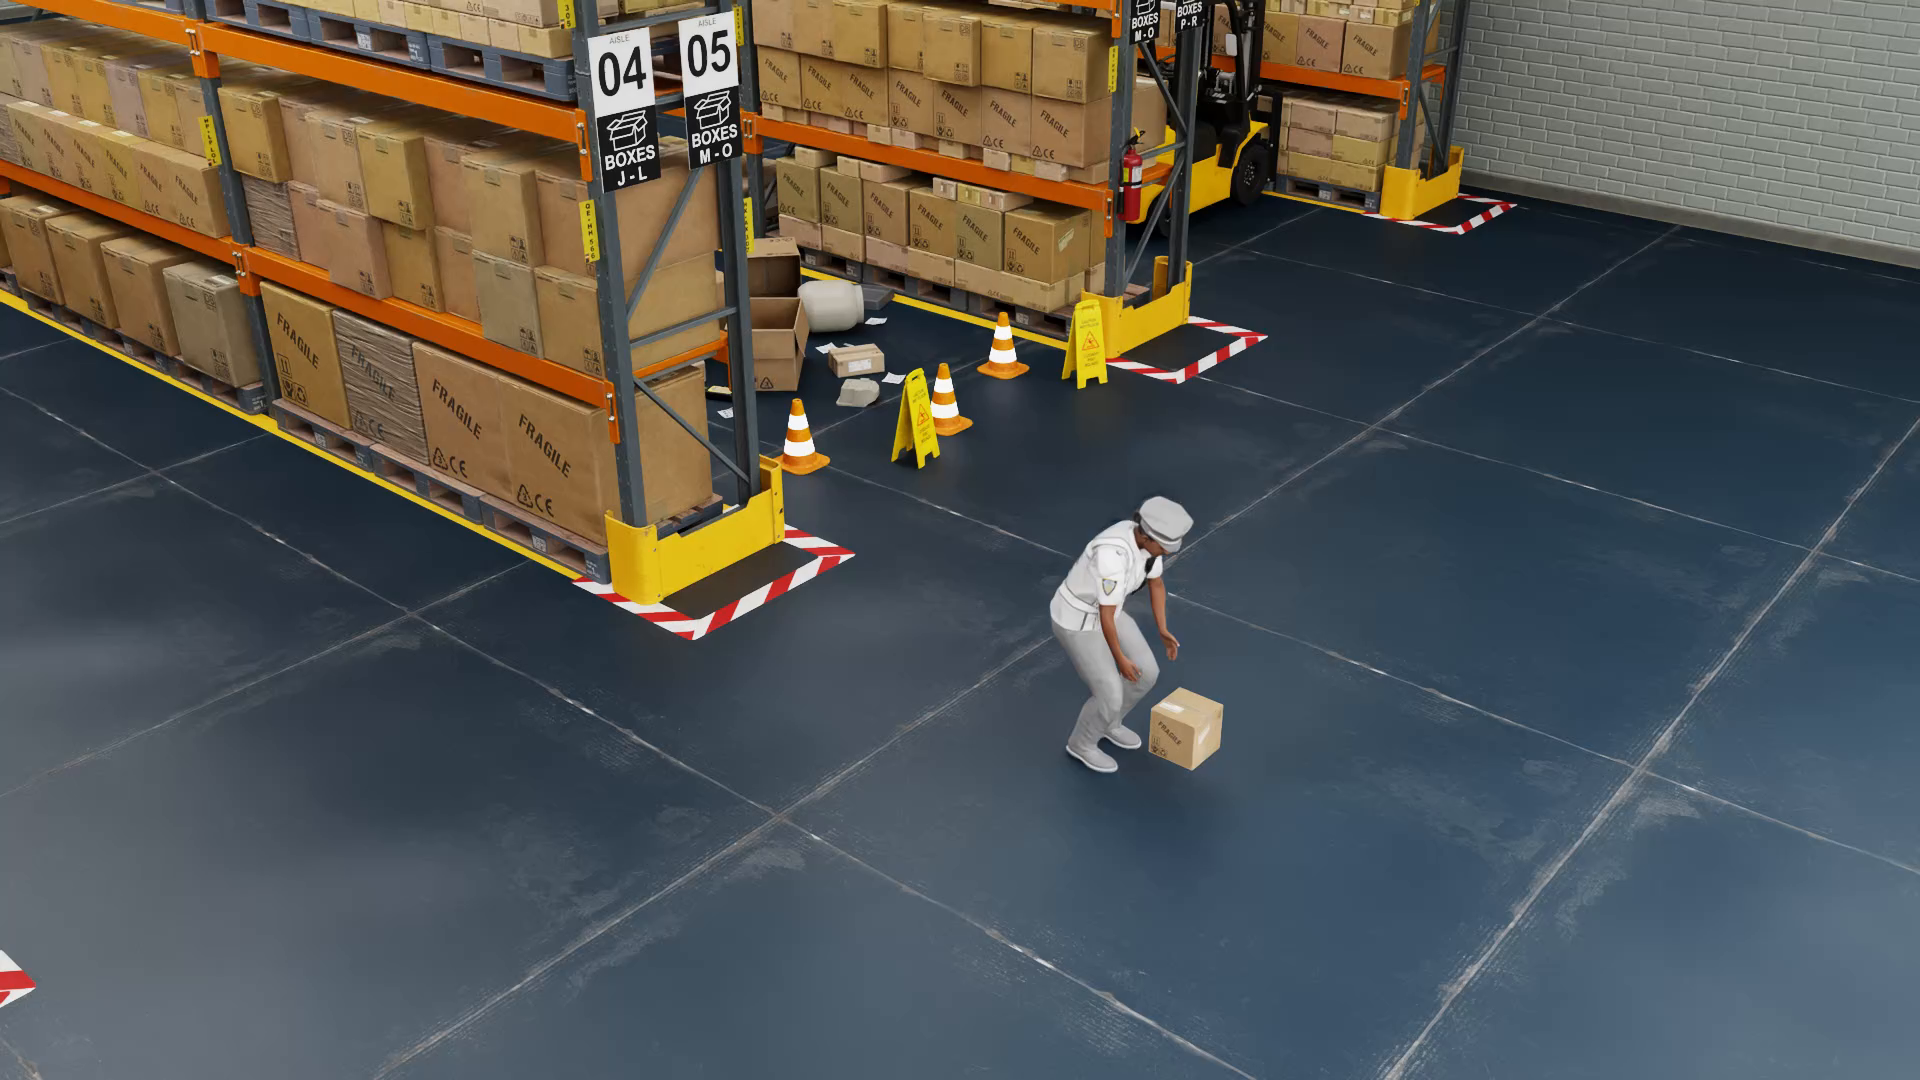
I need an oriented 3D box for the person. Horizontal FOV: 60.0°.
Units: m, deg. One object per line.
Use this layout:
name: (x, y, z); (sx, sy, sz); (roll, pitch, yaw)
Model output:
person: (0.779, 0.423, 8.062); (0.670, 1.440, 0.494); (21, 34, 35)
